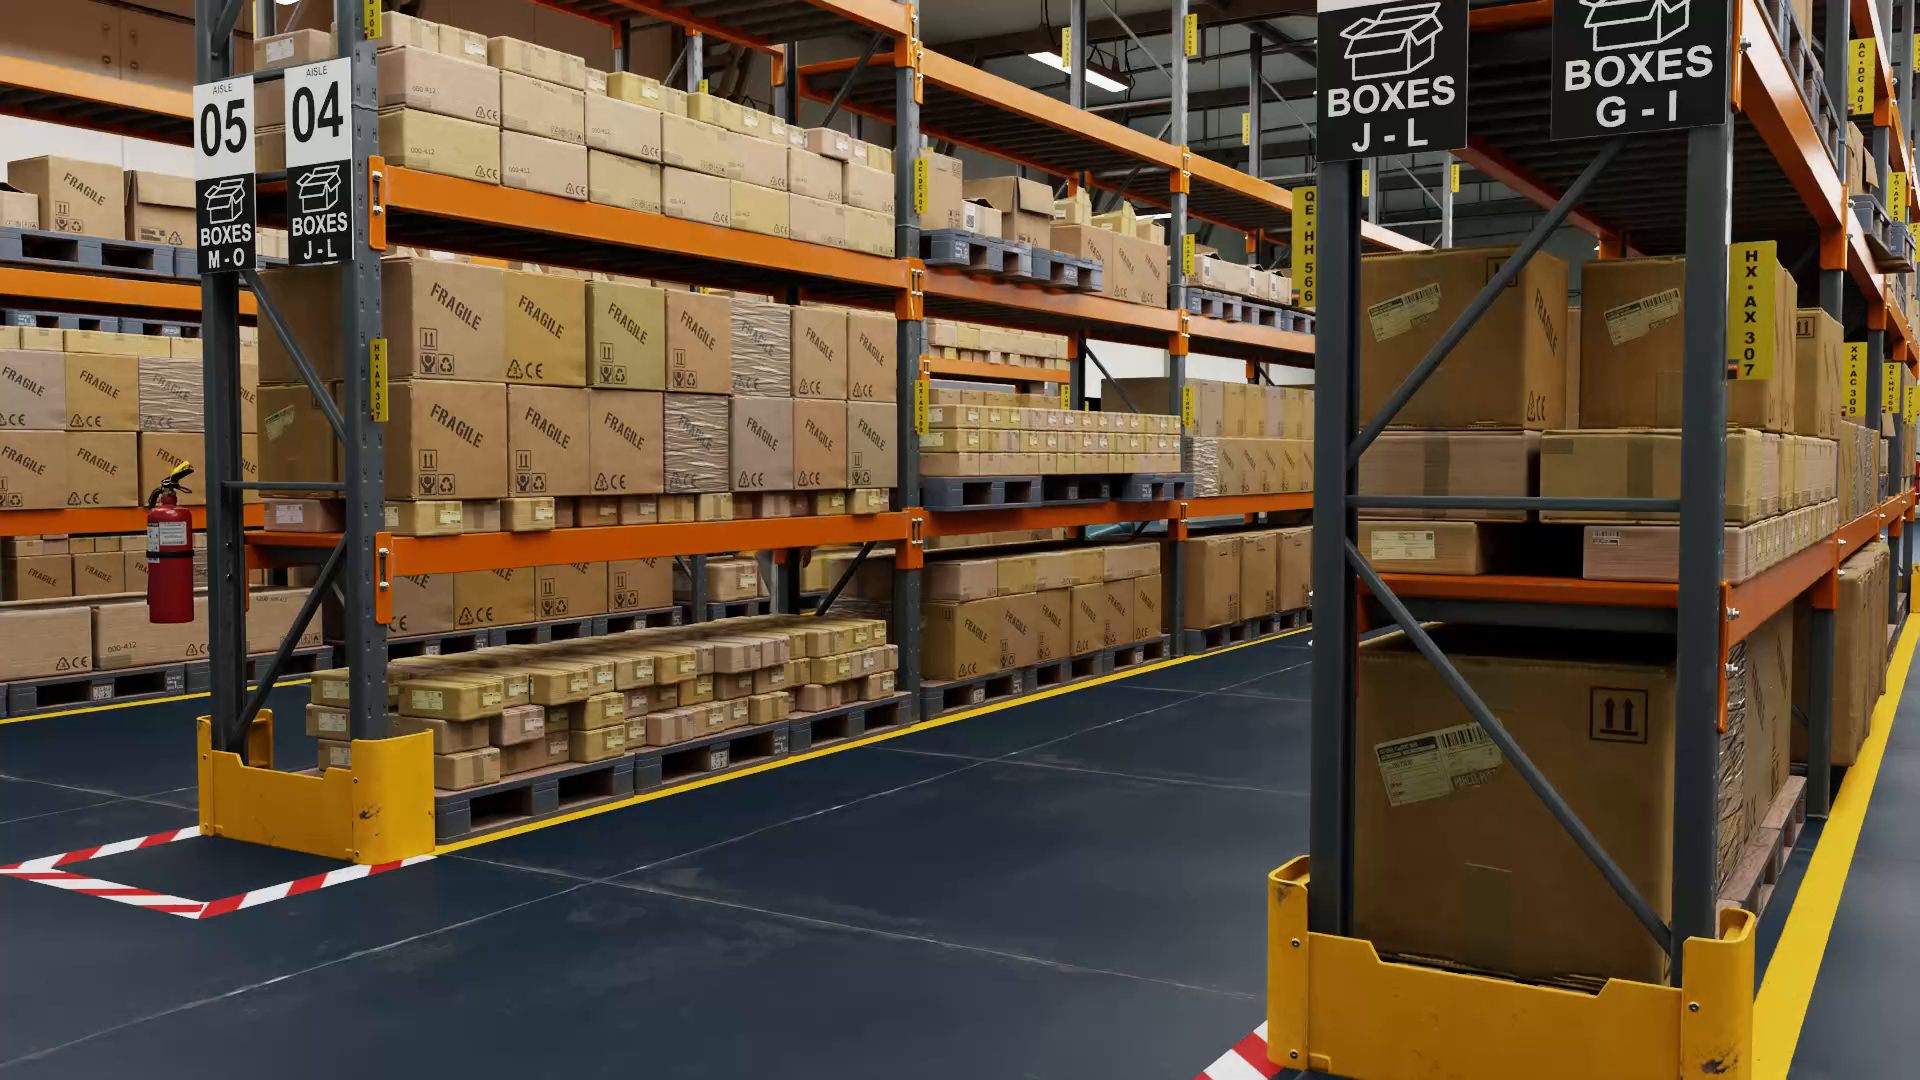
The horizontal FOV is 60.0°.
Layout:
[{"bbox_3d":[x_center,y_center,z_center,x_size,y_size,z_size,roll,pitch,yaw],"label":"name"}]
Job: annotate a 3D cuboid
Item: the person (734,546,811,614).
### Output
[{"bbox_3d":[-1.596,0.044,13.898,0.567,1.726,0.920,1,3,25],"label":"person"}]
